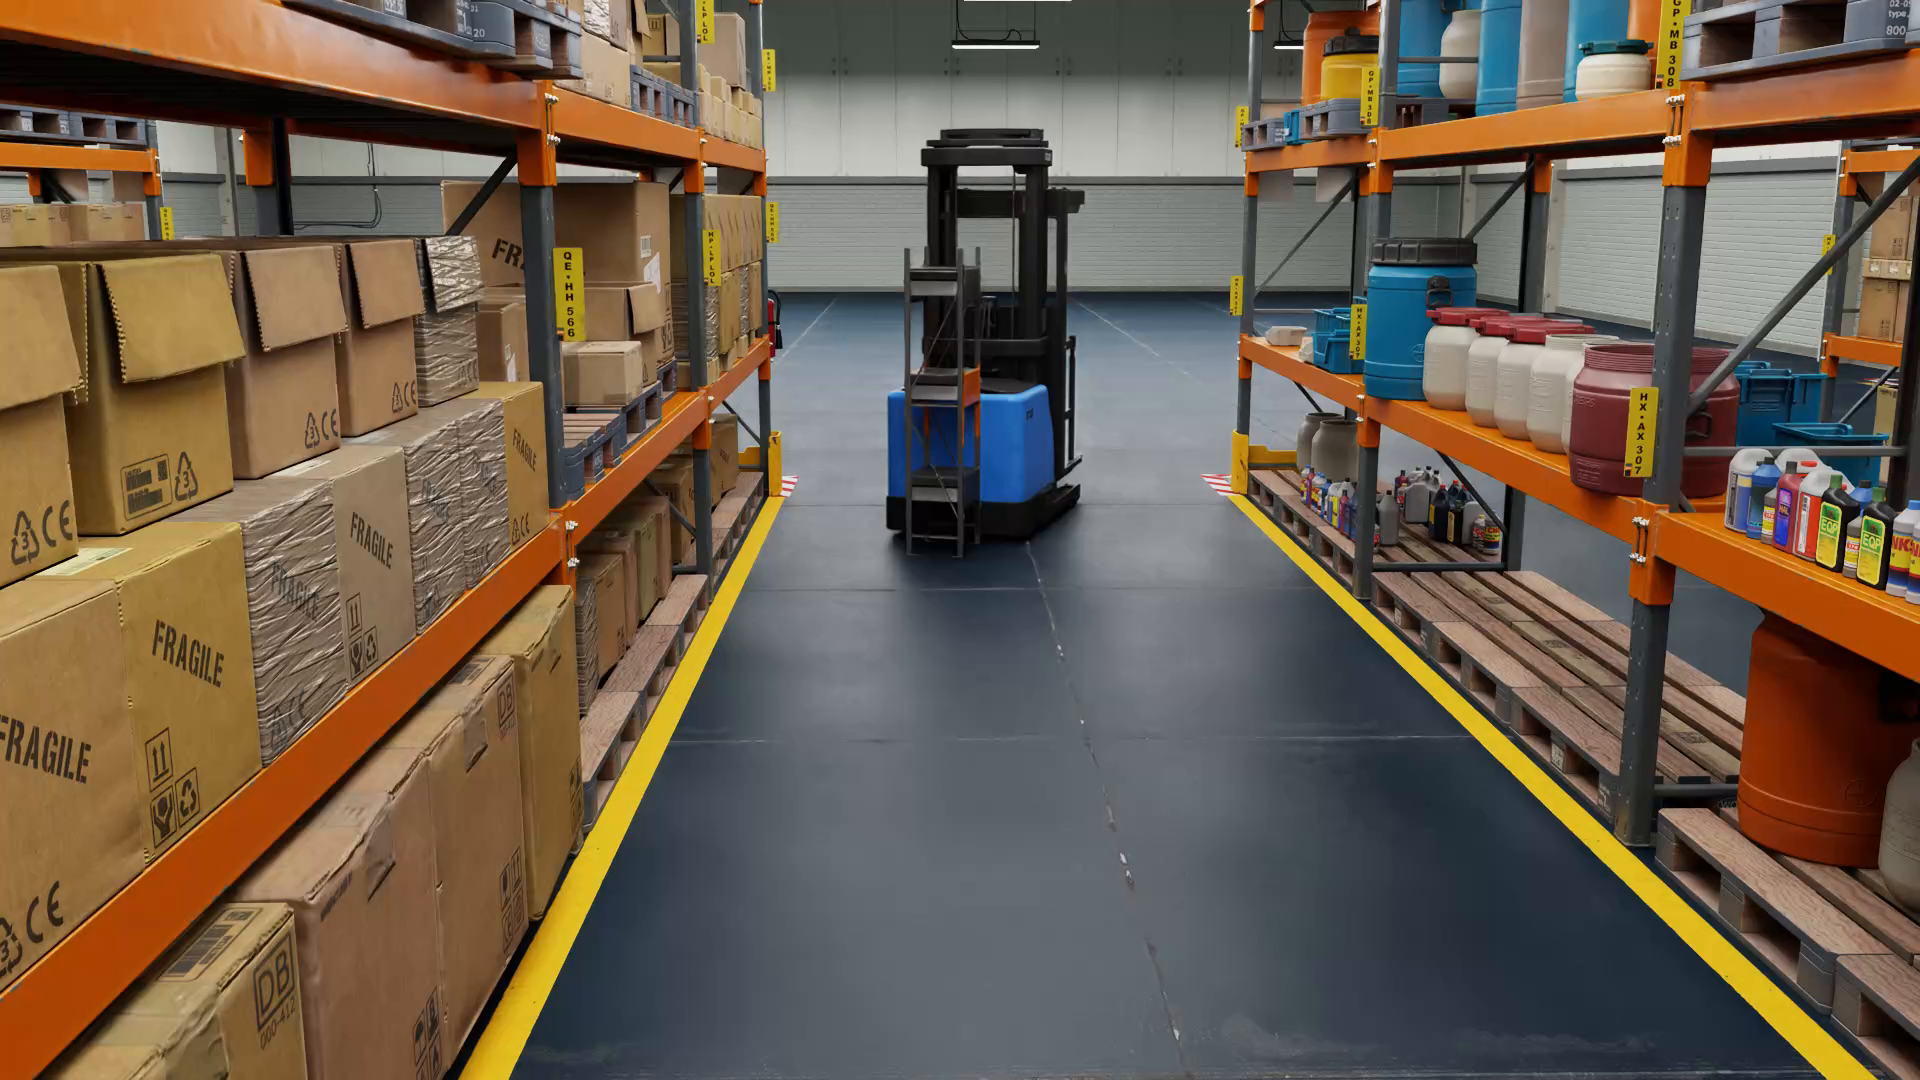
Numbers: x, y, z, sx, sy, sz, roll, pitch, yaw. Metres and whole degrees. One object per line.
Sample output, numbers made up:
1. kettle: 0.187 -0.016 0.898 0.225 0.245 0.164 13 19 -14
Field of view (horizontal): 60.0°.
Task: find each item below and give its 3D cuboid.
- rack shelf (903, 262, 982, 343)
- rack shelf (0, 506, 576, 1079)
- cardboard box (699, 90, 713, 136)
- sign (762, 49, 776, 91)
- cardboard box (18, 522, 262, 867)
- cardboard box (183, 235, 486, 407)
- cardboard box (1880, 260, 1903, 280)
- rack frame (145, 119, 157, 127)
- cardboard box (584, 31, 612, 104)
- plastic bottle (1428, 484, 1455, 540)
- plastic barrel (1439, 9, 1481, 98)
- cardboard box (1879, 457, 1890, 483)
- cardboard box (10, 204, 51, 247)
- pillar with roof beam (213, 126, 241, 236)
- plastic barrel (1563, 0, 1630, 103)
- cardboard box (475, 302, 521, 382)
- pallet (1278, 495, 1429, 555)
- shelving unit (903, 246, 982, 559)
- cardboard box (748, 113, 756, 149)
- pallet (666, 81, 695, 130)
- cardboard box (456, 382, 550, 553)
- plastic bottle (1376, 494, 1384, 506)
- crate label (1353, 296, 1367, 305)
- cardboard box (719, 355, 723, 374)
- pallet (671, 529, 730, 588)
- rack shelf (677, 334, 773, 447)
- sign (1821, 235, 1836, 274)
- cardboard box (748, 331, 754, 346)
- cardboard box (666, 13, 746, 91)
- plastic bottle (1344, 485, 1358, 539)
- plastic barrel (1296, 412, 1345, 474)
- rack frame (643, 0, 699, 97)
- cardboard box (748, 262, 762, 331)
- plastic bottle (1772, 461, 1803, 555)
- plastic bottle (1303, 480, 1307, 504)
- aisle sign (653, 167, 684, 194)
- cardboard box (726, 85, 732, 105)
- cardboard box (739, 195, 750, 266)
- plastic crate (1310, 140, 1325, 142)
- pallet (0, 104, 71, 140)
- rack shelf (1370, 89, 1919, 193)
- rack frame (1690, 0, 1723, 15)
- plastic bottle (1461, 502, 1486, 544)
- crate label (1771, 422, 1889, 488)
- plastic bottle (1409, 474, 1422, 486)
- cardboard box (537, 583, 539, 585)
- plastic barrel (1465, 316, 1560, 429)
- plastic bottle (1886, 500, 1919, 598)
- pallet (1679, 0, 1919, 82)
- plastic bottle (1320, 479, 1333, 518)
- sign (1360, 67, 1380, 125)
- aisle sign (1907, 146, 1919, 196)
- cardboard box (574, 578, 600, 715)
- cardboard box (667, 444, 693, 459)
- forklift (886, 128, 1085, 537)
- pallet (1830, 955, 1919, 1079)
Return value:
1. rack shelf: -0.115 -1.629 11.357 0.431 0.518 0.480 3 12 14
2. rack shelf: -1.890 0.456 4.076 1.077 0.370 4.000 0 11 -1
3. cardboard box: -1.767 -2.576 10.046 0.500 0.250 0.500 -1 11 -3
4. sign: -1.541 -3.787 13.408 0.100 0.325 0.005 0 11 -1
5. cardboard box: -1.619 0.260 2.983 0.500 0.500 0.500 0 11 -1
6. cardboard box: -1.932 -0.689 5.138 0.797 0.503 0.637 0 11 1
7. cardboard box: 7.609 -2.160 13.278 0.380 0.149 0.250 -1 11 -3
8. rack frame: -7.058 -4.824 13.205 1.000 3.000 0.127 0 11 -1
9. cardboard box: -1.697 -1.887 6.650 0.500 0.250 0.500 0 11 0
10. plastic bottle: 3.192 -0.189 11.000 0.144 0.351 0.185 0 11 -1
11. plastic barrel: 3.126 -2.927 10.059 0.421 0.512 0.421 0 11 0
12. cardboard box: 7.610 -0.576 13.212 0.500 0.250 0.500 0 11 -1
13. cardboard box: -6.968 -2.087 11.710 0.875 0.550 0.500 0 11 -1
14. pillar with roof beam: -14.169 -10.602 41.683 9.100 9.000 0.548 0 11 -1
15. plastic barrel: 3.193 -2.465 7.860 0.600 0.901 0.708 0 11 -1
16. cardboard box: -1.982 -0.656 6.441 0.500 0.500 0.500 -2 12 -8
17. pallet: 2.938 -0.120 12.118 1.003 0.211 1.213 0 11 -1
18. shelving unit: -0.115 -0.957 11.494 0.431 2.100 0.503 3 12 14
19. cardboard box: -1.819 -3.087 12.563 0.500 0.250 0.500 0 11 -1
20. pallet: -2.108 -2.344 8.997 1.213 0.211 1.003 0 11 -1
21. cardboard box: -1.673 -0.246 5.476 0.500 0.500 0.500 0 11 1
22. plastic bottle: 2.780 -0.161 11.052 0.152 0.276 0.135 0 11 -1
23. crate label: 3.164 -1.557 12.102 0.502 0.435 0.616 0 11 -1
24. cardboard box: -1.757 -1.159 10.860 0.380 0.149 0.250 0 11 -1
25. pallet: -2.063 0.144 10.818 1.003 0.211 1.213 0 11 -1
26. rack shelf: -2.055 -1.134 11.915 1.077 0.370 4.000 0 11 -1
27. sign: 7.253 -2.386 13.901 0.100 0.325 0.005 0 11 -1
28. cardboard box: -1.823 -1.606 13.064 0.380 0.149 0.250 0 11 -1
29. cardboard box: -1.811 -3.487 11.902 0.500 0.500 0.500 0 11 -1
30. plastic bottle: 2.633 -0.192 11.017 0.144 0.351 0.185 -1 11 -4
31. plastic barrel: 2.945 -0.761 13.466 0.421 0.512 0.421 0 11 0
32. rack frame: -2.014 -4.029 9.287 1.000 3.000 0.127 0 11 -1
33. cardboard box: -1.982 -1.871 12.737 0.875 0.500 0.500 0 11 -1
34. plastic bottle: 2.668 -0.104 5.323 0.061 0.283 0.133 0 11 -1
35. plastic bottle: 2.583 -0.367 12.254 0.097 0.201 0.097 0 11 0
36. aisle sign: -2.398 -3.169 13.599 0.394 0.787 0.004 0 11 -1
37. cardboard box: -1.800 -3.109 11.670 0.380 0.149 0.250 -1 11 -4
38. cardboard box: -1.814 -2.262 12.150 0.500 0.500 0.500 0 11 -1
39. plastic crate: 2.501 -2.768 11.276 0.243 0.136 0.396 0 11 -1
40. pallet: -7.004 -2.920 11.587 1.003 0.211 1.213 0 11 -1
41. rack shelf: 2.979 -1.829 7.798 1.077 0.370 4.000 0 11 -1
42. rack frame: 3.021 -3.255 5.468 1.000 3.000 0.127 0 11 -1
43. plastic bottle: 3.336 -0.120 10.848 0.152 0.276 0.135 0 11 1
44. crate label: 3.387 -0.318 6.502 0.303 0.233 0.416 0 11 -1
45. plastic bottle: 3.312 -0.344 11.956 0.152 0.276 0.135 -1 11 -3
46. cardboard box: -1.975 0.215 6.750 0.500 0.250 0.500 0 11 1
47. plastic barrel: 2.754 -0.839 8.310 0.433 0.535 0.433 0 11 0
48. plastic bottle: 2.699 0.023 4.723 0.097 0.271 0.097 0 11 0
49. pallet: 2.939 -1.539 5.034 1.003 0.211 1.213 0 11 -1
50. plastic bottle: 2.595 -0.293 11.716 0.097 0.271 0.097 0 11 0
51. sign: 2.388 -2.584 9.685 0.100 0.325 0.005 0 11 -1
52. aisle sign: 8.100 -3.213 13.812 0.394 0.787 0.004 0 11 -1
53. cardboard box: -1.989 0.472 7.368 0.700 0.500 0.500 -1 12 -6
54. cardboard box: -2.093 -0.387 11.651 0.500 0.500 0.500 -1 12 -6
55. forklift: 0.350 -1.705 13.093 1.130 2.935 3.031 3 12 15
56. pallet: 3.101 1.451 4.378 1.003 0.211 1.213 0 11 -1
